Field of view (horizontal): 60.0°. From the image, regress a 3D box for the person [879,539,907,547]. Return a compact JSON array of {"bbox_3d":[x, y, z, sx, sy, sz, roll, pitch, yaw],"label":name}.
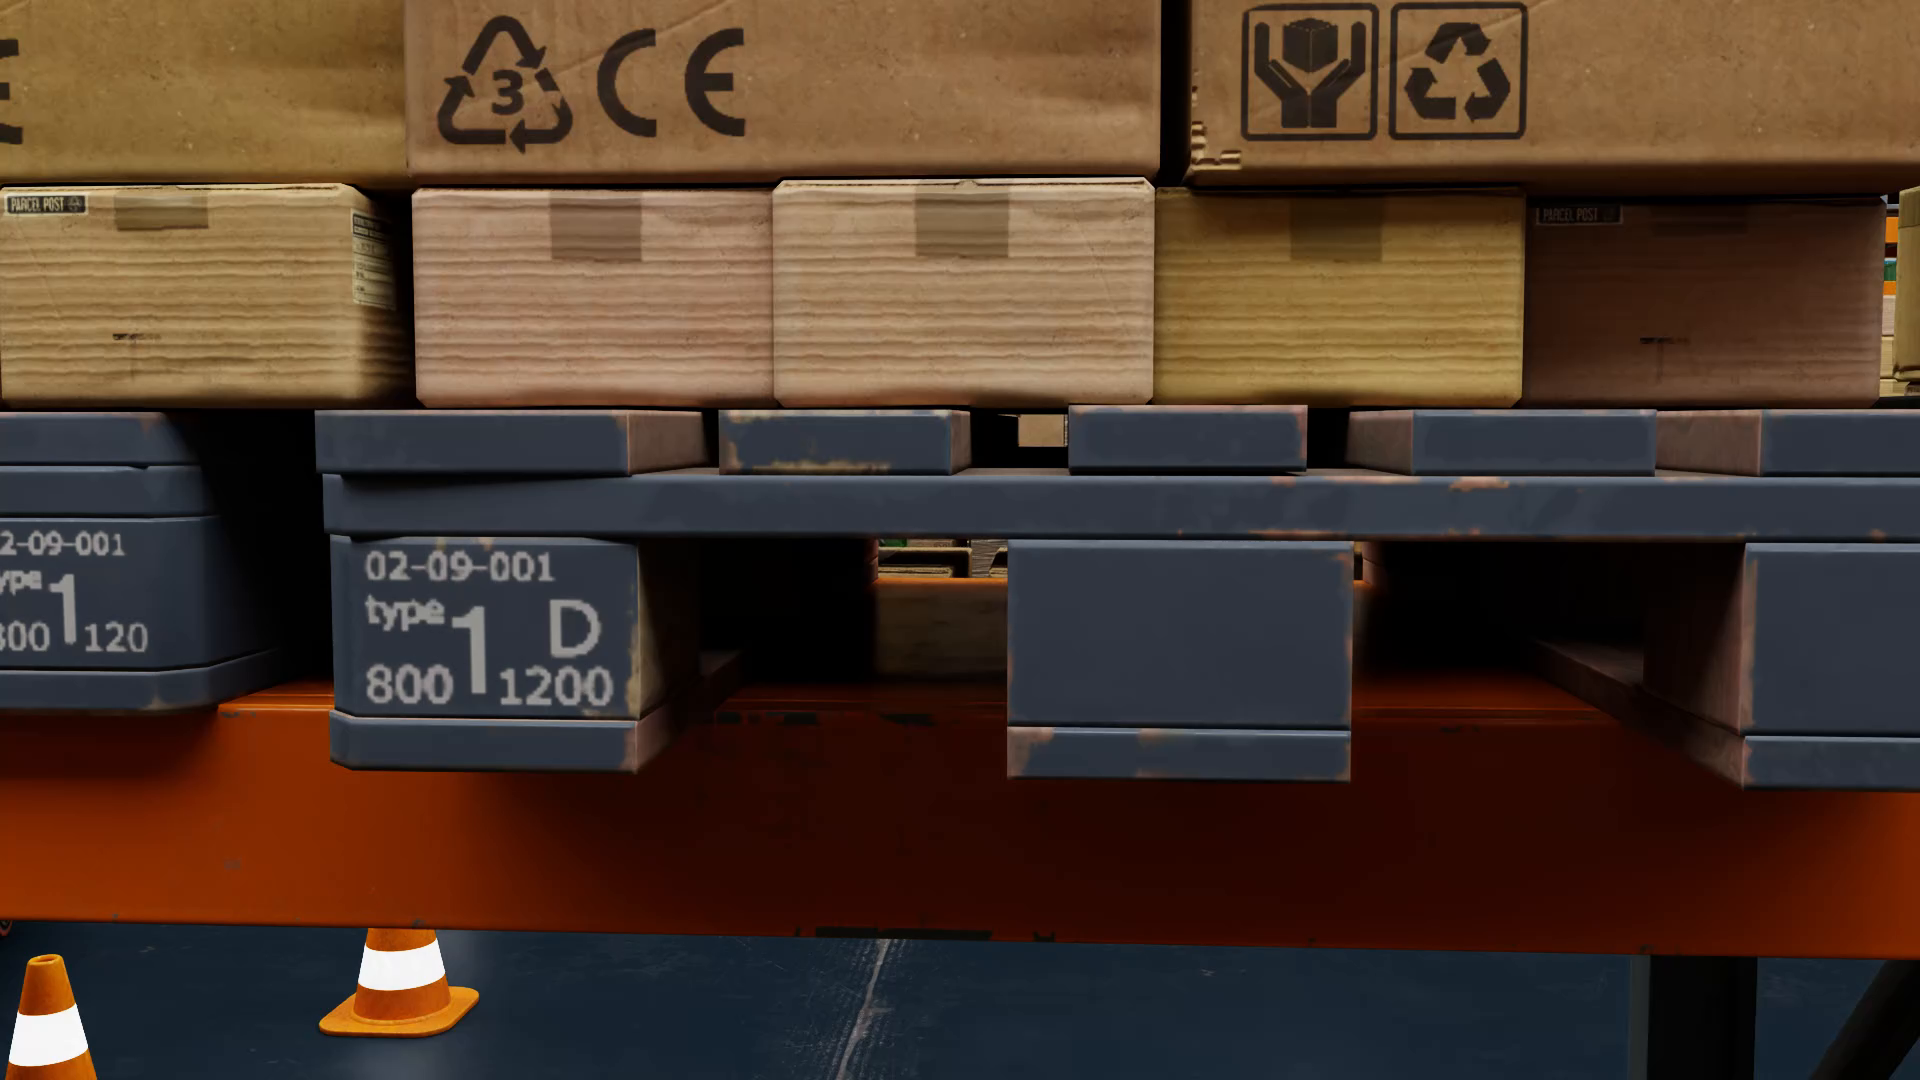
[{"bbox_3d":[-0.434,-0.115,10.208,0.339,1.792,0.523,0,4,4],"label":"person"}]
